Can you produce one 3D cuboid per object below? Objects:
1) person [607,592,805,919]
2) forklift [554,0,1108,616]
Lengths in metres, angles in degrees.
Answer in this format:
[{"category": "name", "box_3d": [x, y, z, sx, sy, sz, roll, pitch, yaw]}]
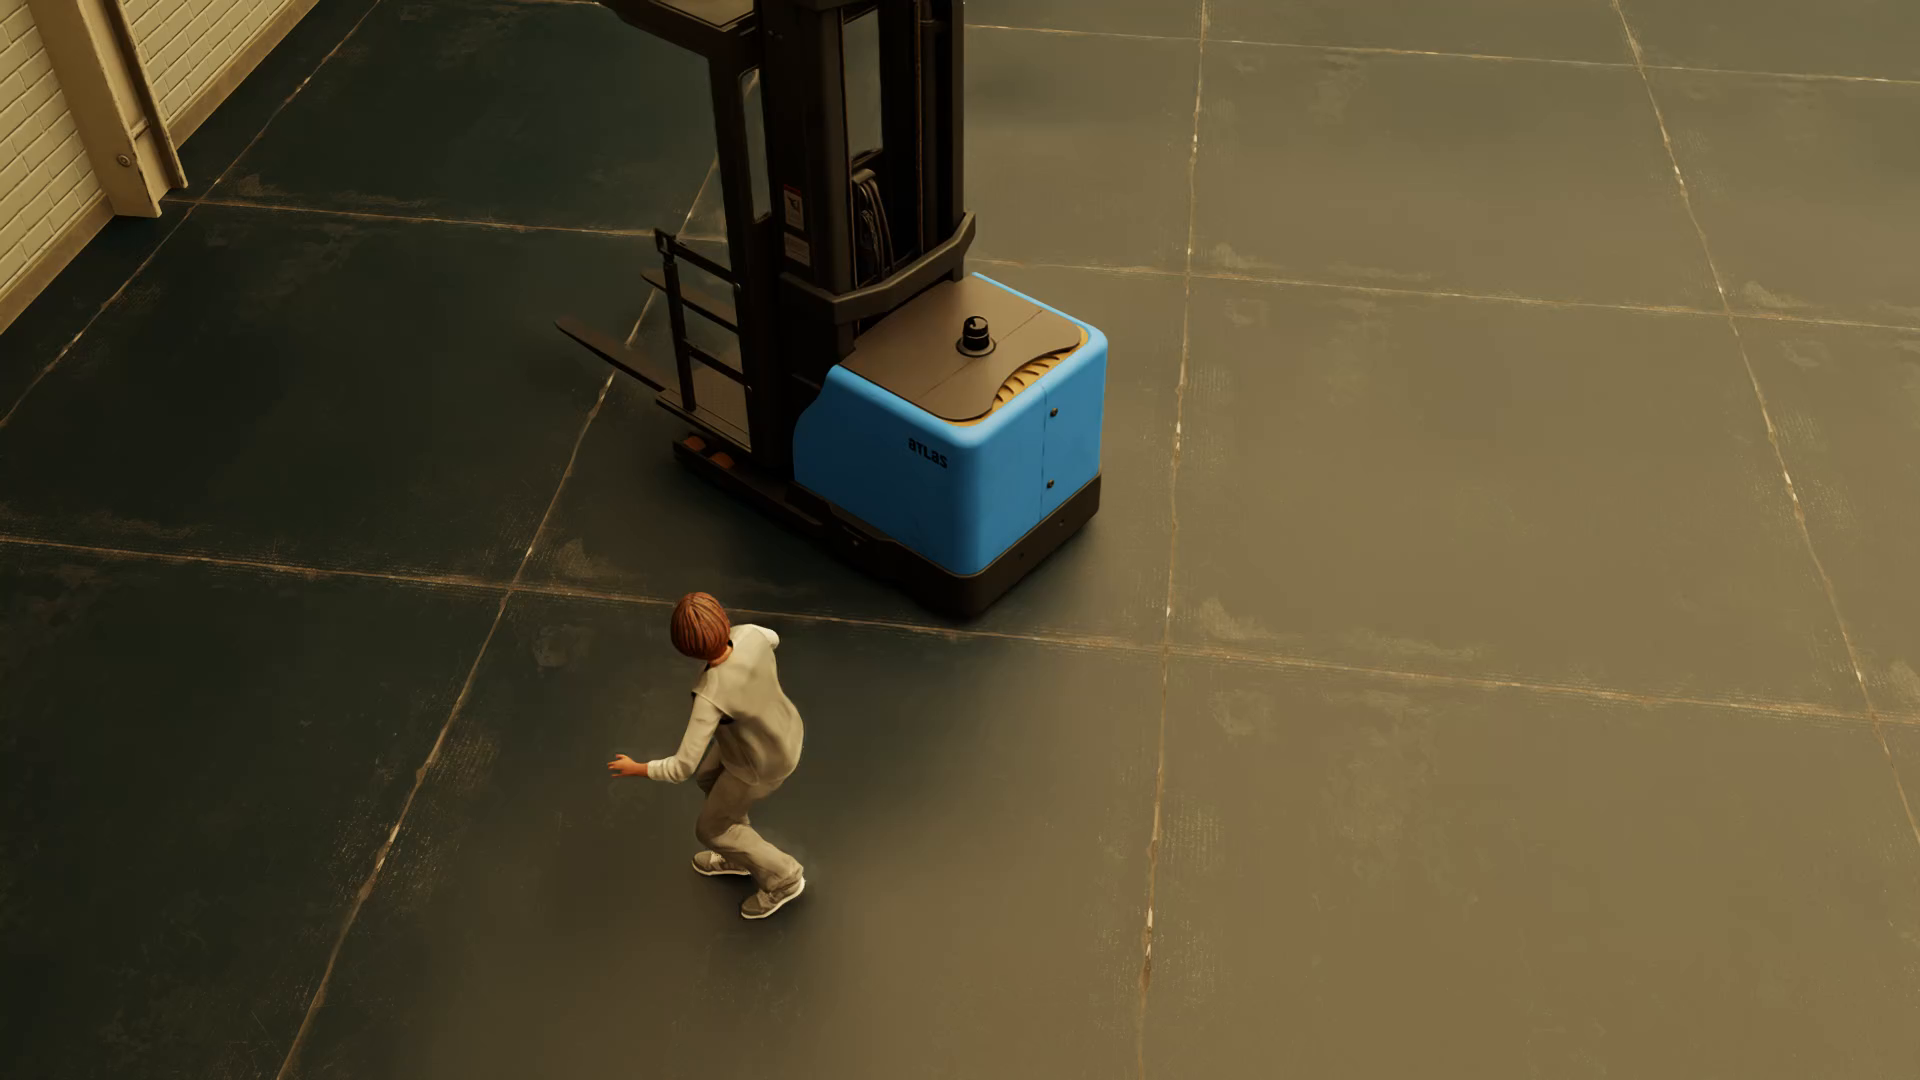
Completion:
[{"category": "person", "box_3d": [-0.891, 0.748, 5.967, 0.648, 1.507, 0.676, 5, 43, 5]}, {"category": "forklift", "box_3d": [-0.786, -1.589, 7.454, 3.031, 2.935, 1.130, 30, 50, 28]}]
